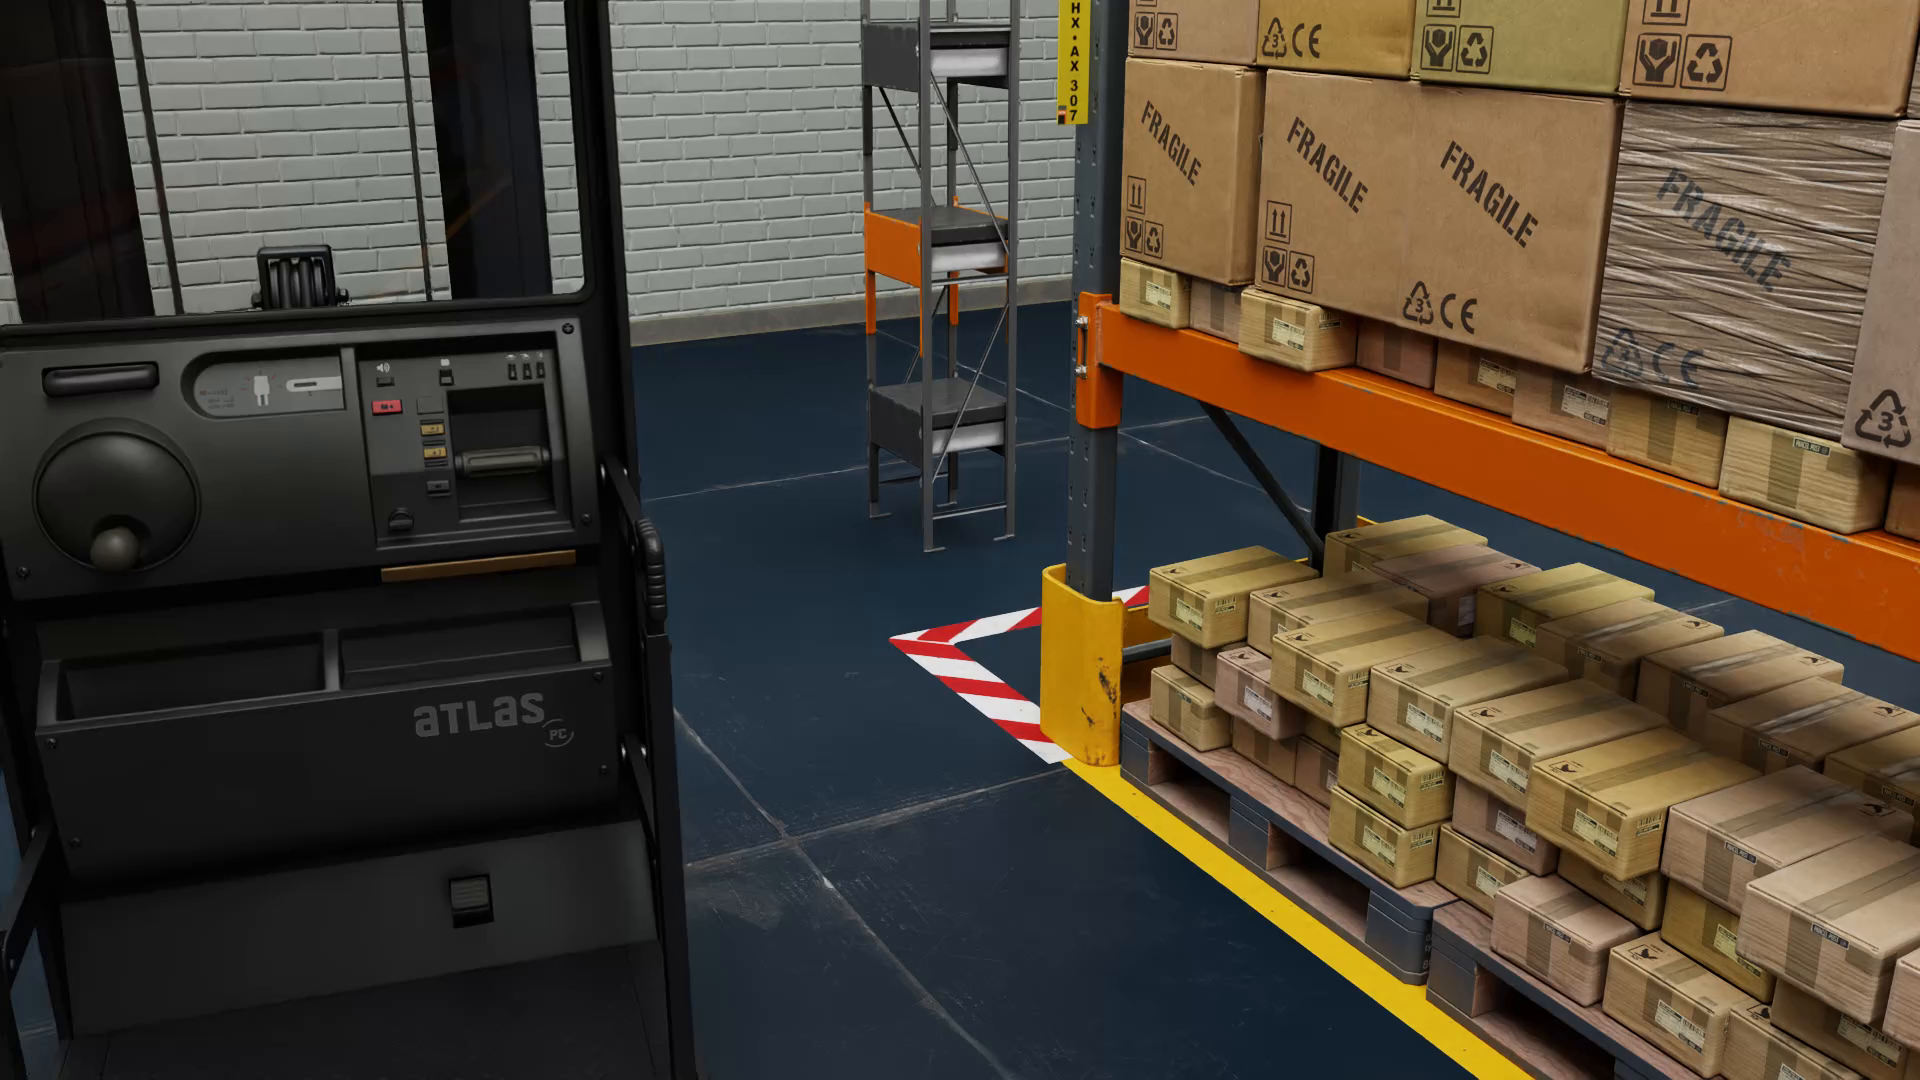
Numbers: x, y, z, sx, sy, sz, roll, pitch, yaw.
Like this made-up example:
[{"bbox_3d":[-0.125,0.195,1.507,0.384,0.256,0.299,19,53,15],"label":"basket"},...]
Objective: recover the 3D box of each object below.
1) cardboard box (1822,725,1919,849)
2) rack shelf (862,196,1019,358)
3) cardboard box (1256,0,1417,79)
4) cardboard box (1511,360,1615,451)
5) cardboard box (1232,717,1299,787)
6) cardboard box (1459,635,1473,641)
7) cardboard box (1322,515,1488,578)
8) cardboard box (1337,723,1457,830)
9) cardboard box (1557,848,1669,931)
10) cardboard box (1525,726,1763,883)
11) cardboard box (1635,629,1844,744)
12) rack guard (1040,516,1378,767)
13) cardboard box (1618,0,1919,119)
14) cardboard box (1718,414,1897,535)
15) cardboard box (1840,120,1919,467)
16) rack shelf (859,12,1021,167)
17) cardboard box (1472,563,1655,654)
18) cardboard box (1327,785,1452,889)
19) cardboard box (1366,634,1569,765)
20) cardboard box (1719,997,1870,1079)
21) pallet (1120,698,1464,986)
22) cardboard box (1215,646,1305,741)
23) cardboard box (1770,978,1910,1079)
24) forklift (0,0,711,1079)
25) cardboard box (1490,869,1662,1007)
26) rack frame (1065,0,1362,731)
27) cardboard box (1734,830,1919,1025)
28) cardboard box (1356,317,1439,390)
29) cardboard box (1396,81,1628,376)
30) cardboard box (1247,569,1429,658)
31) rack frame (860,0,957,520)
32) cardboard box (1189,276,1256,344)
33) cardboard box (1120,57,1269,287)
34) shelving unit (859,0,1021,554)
[{"bbox_3d":[1.975,0.510,3.370,0.380,0.149,0.250,-10,21,-26],"label":"cardboard box"},{"bbox_3d":[-0.079,-1.027,6.431,0.431,0.518,0.480,-10,21,-27],"label":"rack shelf"},{"bbox_3d":[1.001,-1.270,3.570,0.500,0.500,0.500,-9,21,-25],"label":"cardboard box"},{"bbox_3d":[1.323,-0.298,3.282,0.380,0.149,0.250,-10,22,-28],"label":"cardboard box"},{"bbox_3d":[0.939,0.489,4.343,0.380,0.149,0.250,-10,21,-27],"label":"cardboard box"},{"bbox_3d":[1.355,0.276,4.503,0.380,0.149,0.250,-11,22,-28],"label":"cardboard box"},{"bbox_3d":[1.250,0.058,4.680,0.380,0.149,0.250,-10,21,-26],"label":"cardboard box"},{"bbox_3d":[1.100,0.510,3.825,0.380,0.149,0.250,-9,21,-25],"label":"cardboard box"},{"bbox_3d":[1.475,0.643,3.440,0.380,0.149,0.250,-9,21,-24],"label":"cardboard box"},{"bbox_3d":[1.368,0.523,3.332,0.380,0.149,0.250,-10,21,-26],"label":"cardboard box"},{"bbox_3d":[1.798,0.346,3.845,0.380,0.149,0.250,-9,21,-25],"label":"cardboard box"},{"bbox_3d":[0.812,0.281,5.052,1.175,0.500,0.348,-10,21,-27],"label":"rack guard"},{"bbox_3d":[1.473,-0.971,2.705,0.500,0.500,0.500,-11,22,-28],"label":"cardboard box"},{"bbox_3d":[1.528,-0.139,2.822,0.380,0.149,0.250,-10,21,-26],"label":"cardboard box"},{"bbox_3d":[1.717,-0.350,2.437,0.500,0.500,0.500,-10,21,-27],"label":"cardboard box"},{"bbox_3d":[-0.079,-1.689,6.203,0.431,0.518,0.480,-10,21,-27],"label":"rack shelf"},{"bbox_3d":[1.554,0.193,4.287,0.380,0.149,0.250,-11,22,-28],"label":"cardboard box"},{"bbox_3d":[1.088,0.649,3.878,0.380,0.149,0.250,-10,21,-26],"label":"cardboard box"},{"bbox_3d":[1.160,0.359,3.807,0.380,0.149,0.250,-11,22,-29],"label":"cardboard box"},{"bbox_3d":[1.633,0.932,3.058,0.380,0.149,0.250,-10,21,-26],"label":"cardboard box"},{"bbox_3d":[1.167,0.656,4.407,1.003,0.211,1.213,-10,21,-27],"label":"pallet"},{"bbox_3d":[0.879,0.363,4.251,0.380,0.149,0.250,-10,21,-27],"label":"cardboard box"},{"bbox_3d":[1.683,0.805,2.969,0.380,0.149,0.250,-11,22,-29],"label":"cardboard box"},{"bbox_3d":[-1.022,-0.147,2.564,1.130,2.935,3.031,-6,20,-17],"label":"forklift"},{"bbox_3d":[1.335,0.793,3.462,0.380,0.149,0.250,-11,22,-29],"label":"cardboard box"},{"bbox_3d":[0.776,-0.923,4.707,1.000,3.000,0.127,-10,21,-27],"label":"rack frame"},{"bbox_3d":[1.593,0.668,2.910,0.380,0.149,0.250,-11,22,-29],"label":"cardboard box"},{"bbox_3d":[1.123,-0.455,3.736,0.380,0.149,0.250,-9,21,-24],"label":"cardboard box"},{"bbox_3d":[1.244,-0.647,3.298,0.500,0.500,0.500,-10,21,-26],"label":"cardboard box"},{"bbox_3d":[0.963,0.209,4.243,0.380,0.149,0.250,-10,21,-26],"label":"cardboard box"},{"bbox_3d":[-0.194,-1.110,6.630,0.400,2.100,0.015,-10,21,-27],"label":"rack frame"},{"bbox_3d":[0.799,-0.594,4.138,0.380,0.149,0.250,-9,21,-25],"label":"cardboard box"},{"bbox_3d":[0.746,-0.939,4.145,0.500,0.500,0.500,-9,21,-24],"label":"cardboard box"},{"bbox_3d":[-0.079,-1.040,6.427,0.431,2.100,0.503,-10,21,-27],"label":"shelving unit"}]
